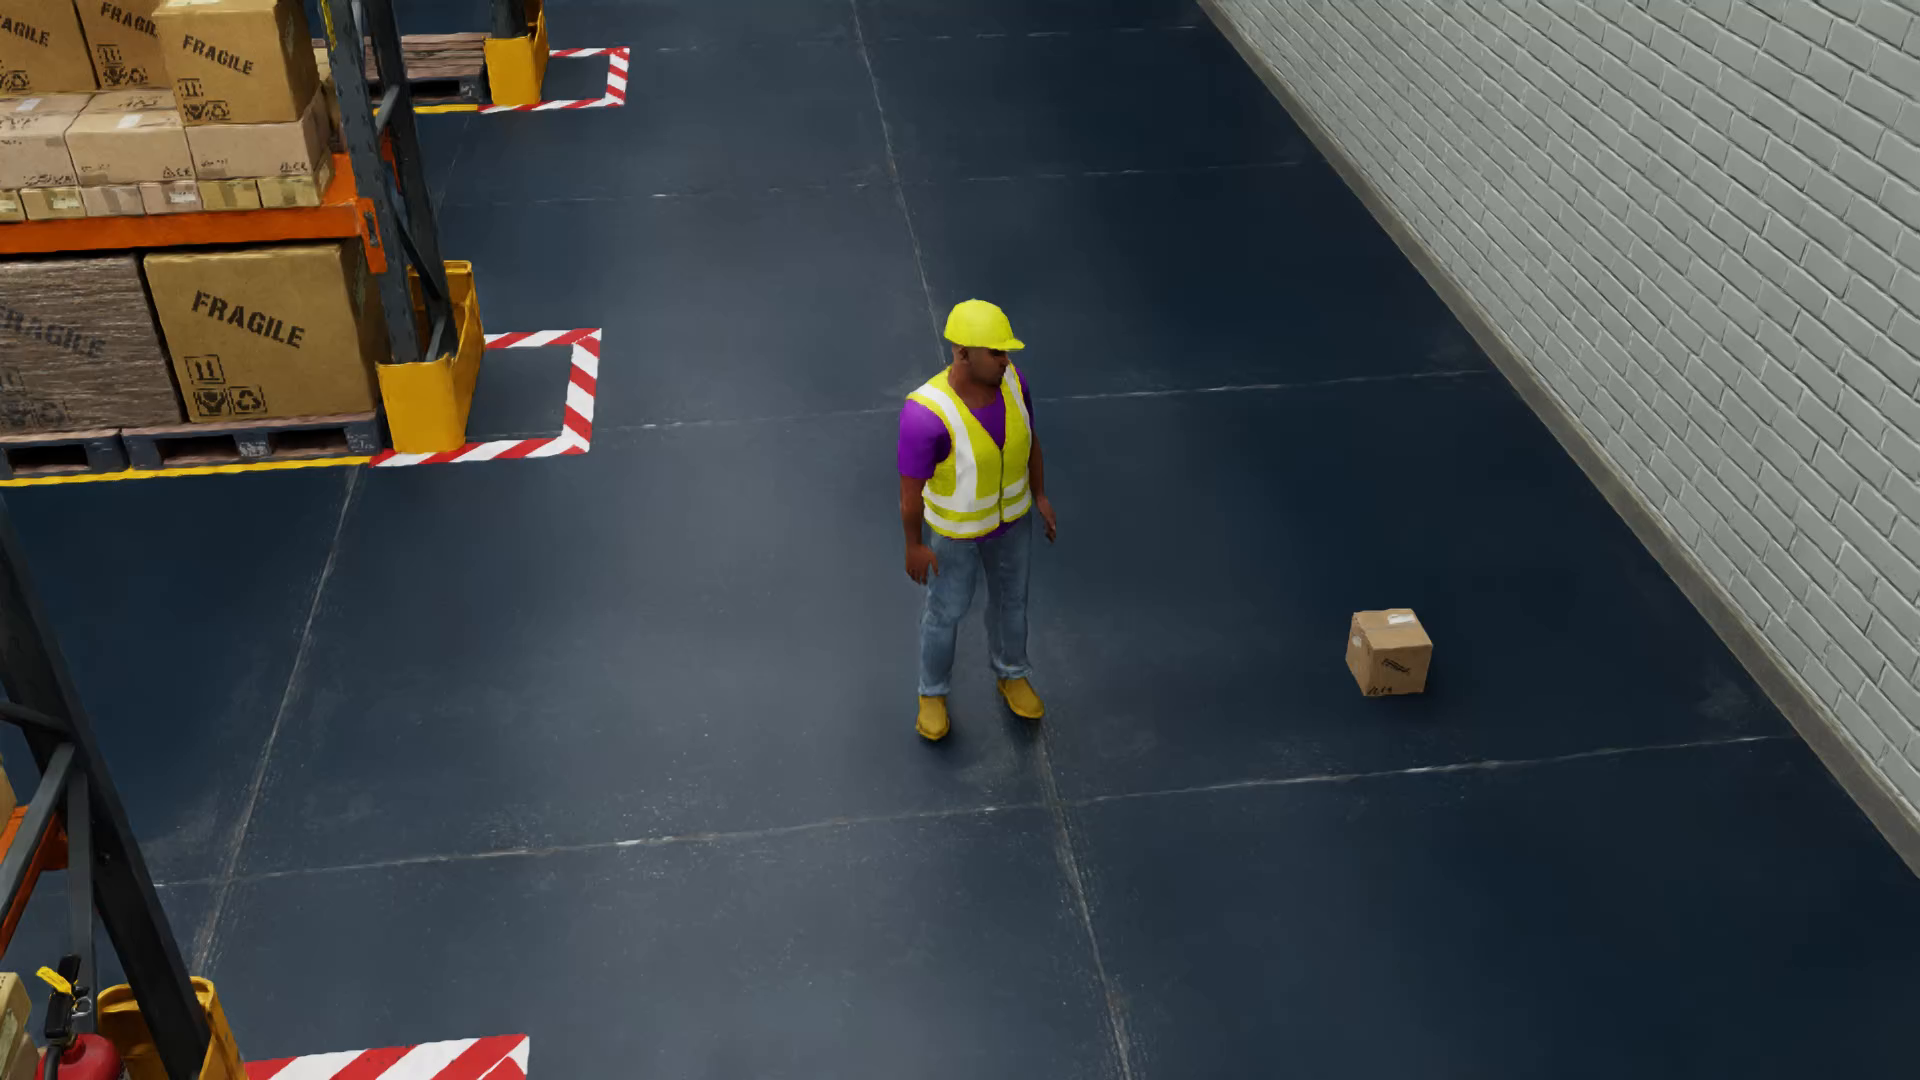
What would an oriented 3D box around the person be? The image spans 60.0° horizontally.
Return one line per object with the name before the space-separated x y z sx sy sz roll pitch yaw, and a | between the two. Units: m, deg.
person | 0.081 -0.055 6.149 0.622 1.771 0.462 -22 40 -29
